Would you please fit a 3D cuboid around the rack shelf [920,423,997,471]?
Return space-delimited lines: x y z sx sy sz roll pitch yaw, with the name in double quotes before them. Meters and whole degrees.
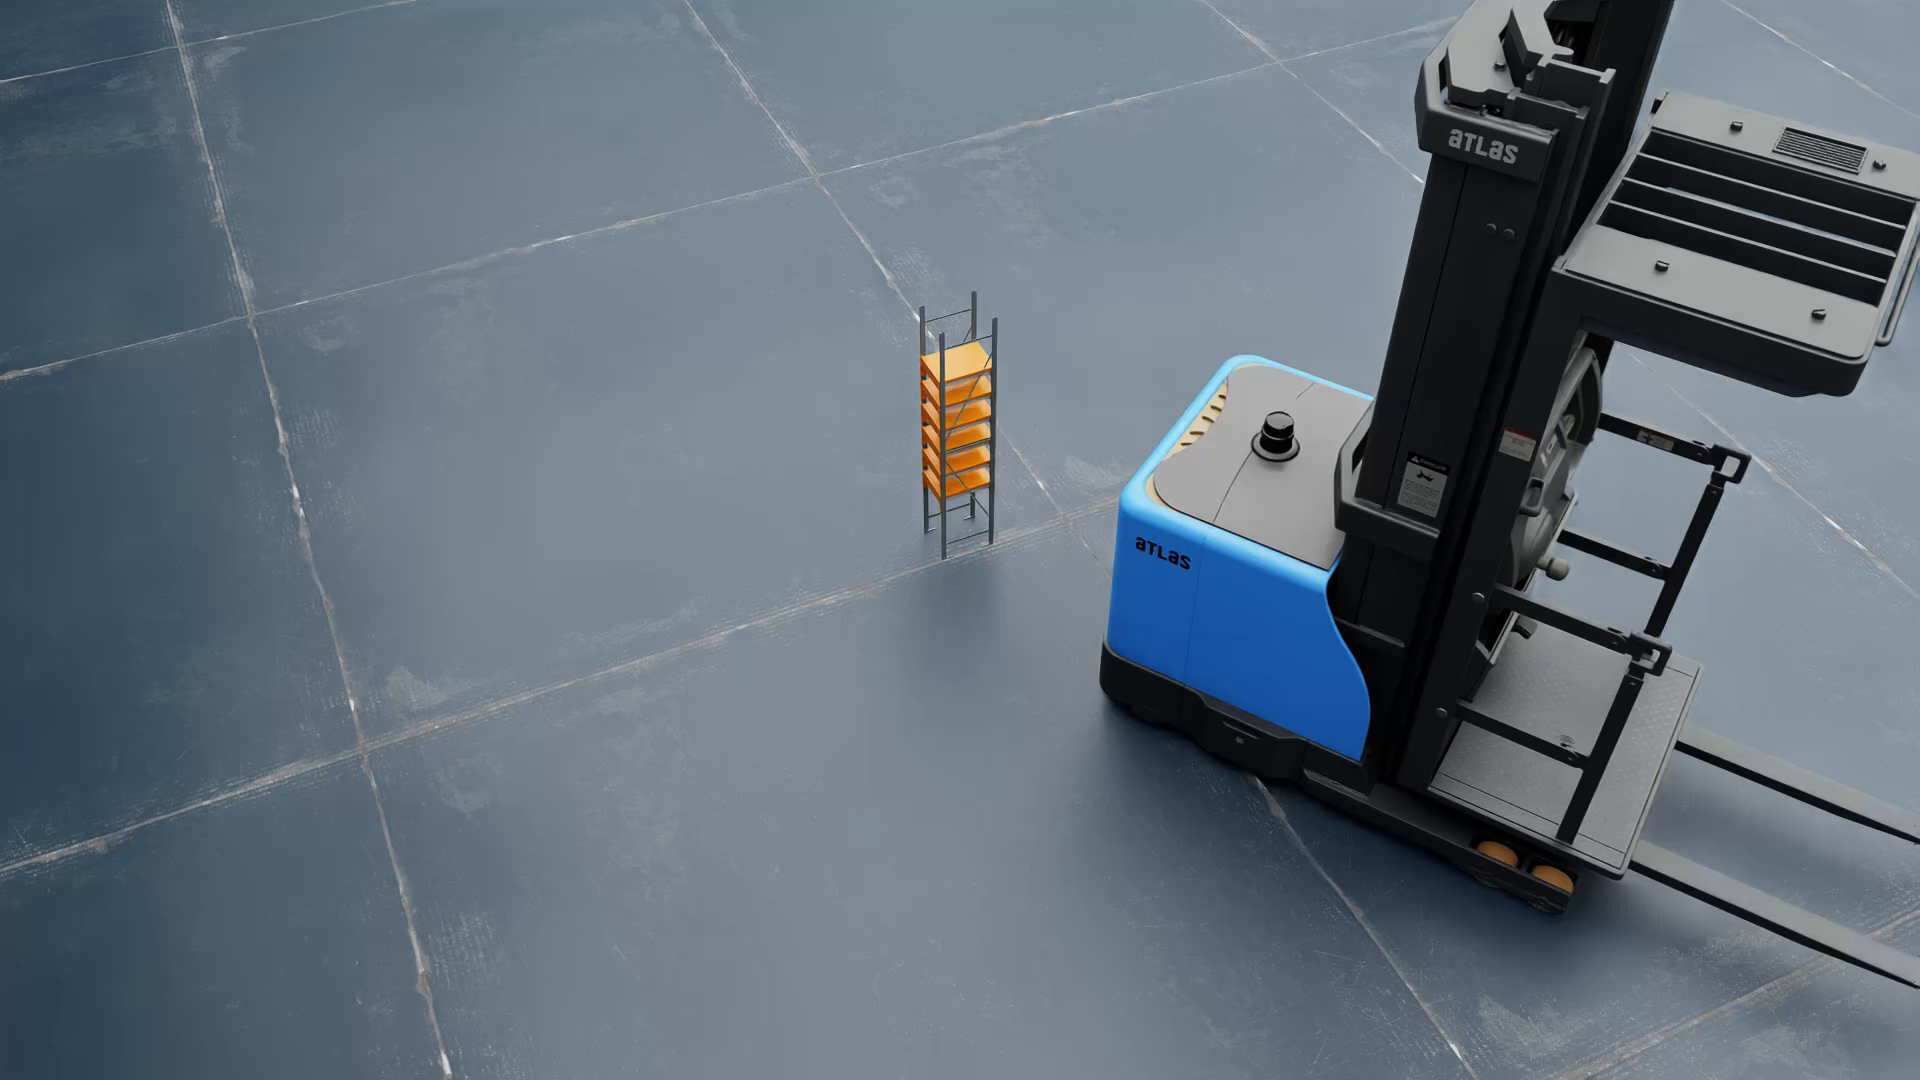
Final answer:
"rack shelf" -0.006 -0.405 6.738 0.258 0.103 0.180 -18 47 -17

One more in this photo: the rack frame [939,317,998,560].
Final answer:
"rack frame" 0.032 -0.378 6.648 0.240 1.200 0.006 -18 47 -17

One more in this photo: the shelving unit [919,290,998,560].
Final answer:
"shelving unit" -0.006 -0.436 6.707 0.258 1.200 0.189 -18 47 -17

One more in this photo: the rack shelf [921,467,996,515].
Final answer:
"rack shelf" -0.006 -0.234 6.907 0.258 0.103 0.180 -18 47 -17

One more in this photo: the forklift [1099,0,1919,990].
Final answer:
"forklift" 2.066 -0.178 5.212 3.031 2.935 1.130 23 49 22

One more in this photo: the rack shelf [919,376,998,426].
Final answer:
"rack shelf" -0.006 -0.576 6.569 0.258 0.103 0.180 -18 47 -17

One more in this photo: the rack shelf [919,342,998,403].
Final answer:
"rack shelf" -0.006 -0.661 6.485 0.258 0.103 0.180 -18 47 -17

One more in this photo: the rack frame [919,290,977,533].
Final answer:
"rack frame" -0.045 -0.495 6.766 0.240 1.200 0.006 -18 47 -17

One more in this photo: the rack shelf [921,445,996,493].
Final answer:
"rack shelf" -0.006 -0.319 6.822 0.258 0.103 0.180 -18 47 -17

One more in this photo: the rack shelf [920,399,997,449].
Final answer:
"rack shelf" -0.006 -0.490 6.654 0.258 0.103 0.180 -18 47 -17
